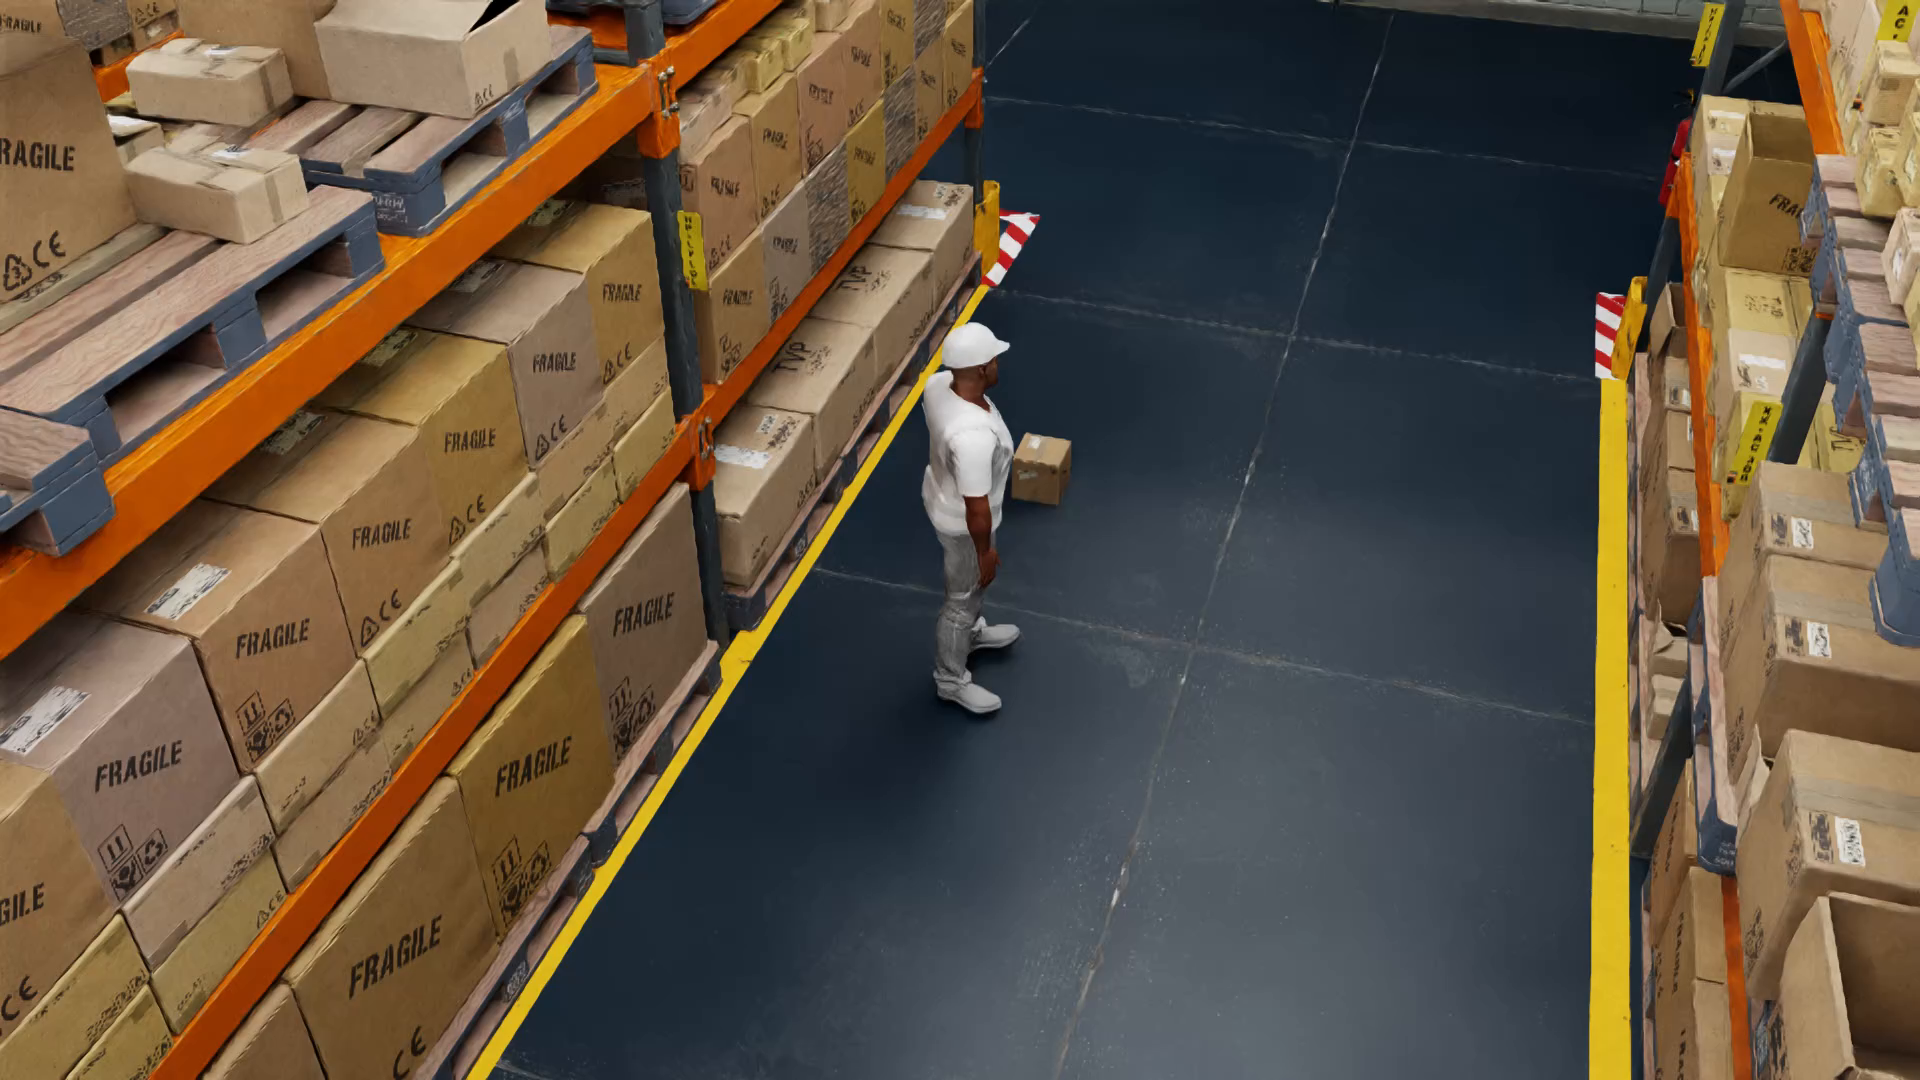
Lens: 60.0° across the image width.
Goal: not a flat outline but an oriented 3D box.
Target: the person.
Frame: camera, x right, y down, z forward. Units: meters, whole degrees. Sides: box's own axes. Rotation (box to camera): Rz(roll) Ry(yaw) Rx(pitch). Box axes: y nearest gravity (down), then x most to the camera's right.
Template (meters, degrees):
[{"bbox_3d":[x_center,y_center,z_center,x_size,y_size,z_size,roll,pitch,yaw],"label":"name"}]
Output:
[{"bbox_3d":[0.081,-0.126,6.992,0.462,1.766,0.648,-7,37,-10],"label":"person"}]
